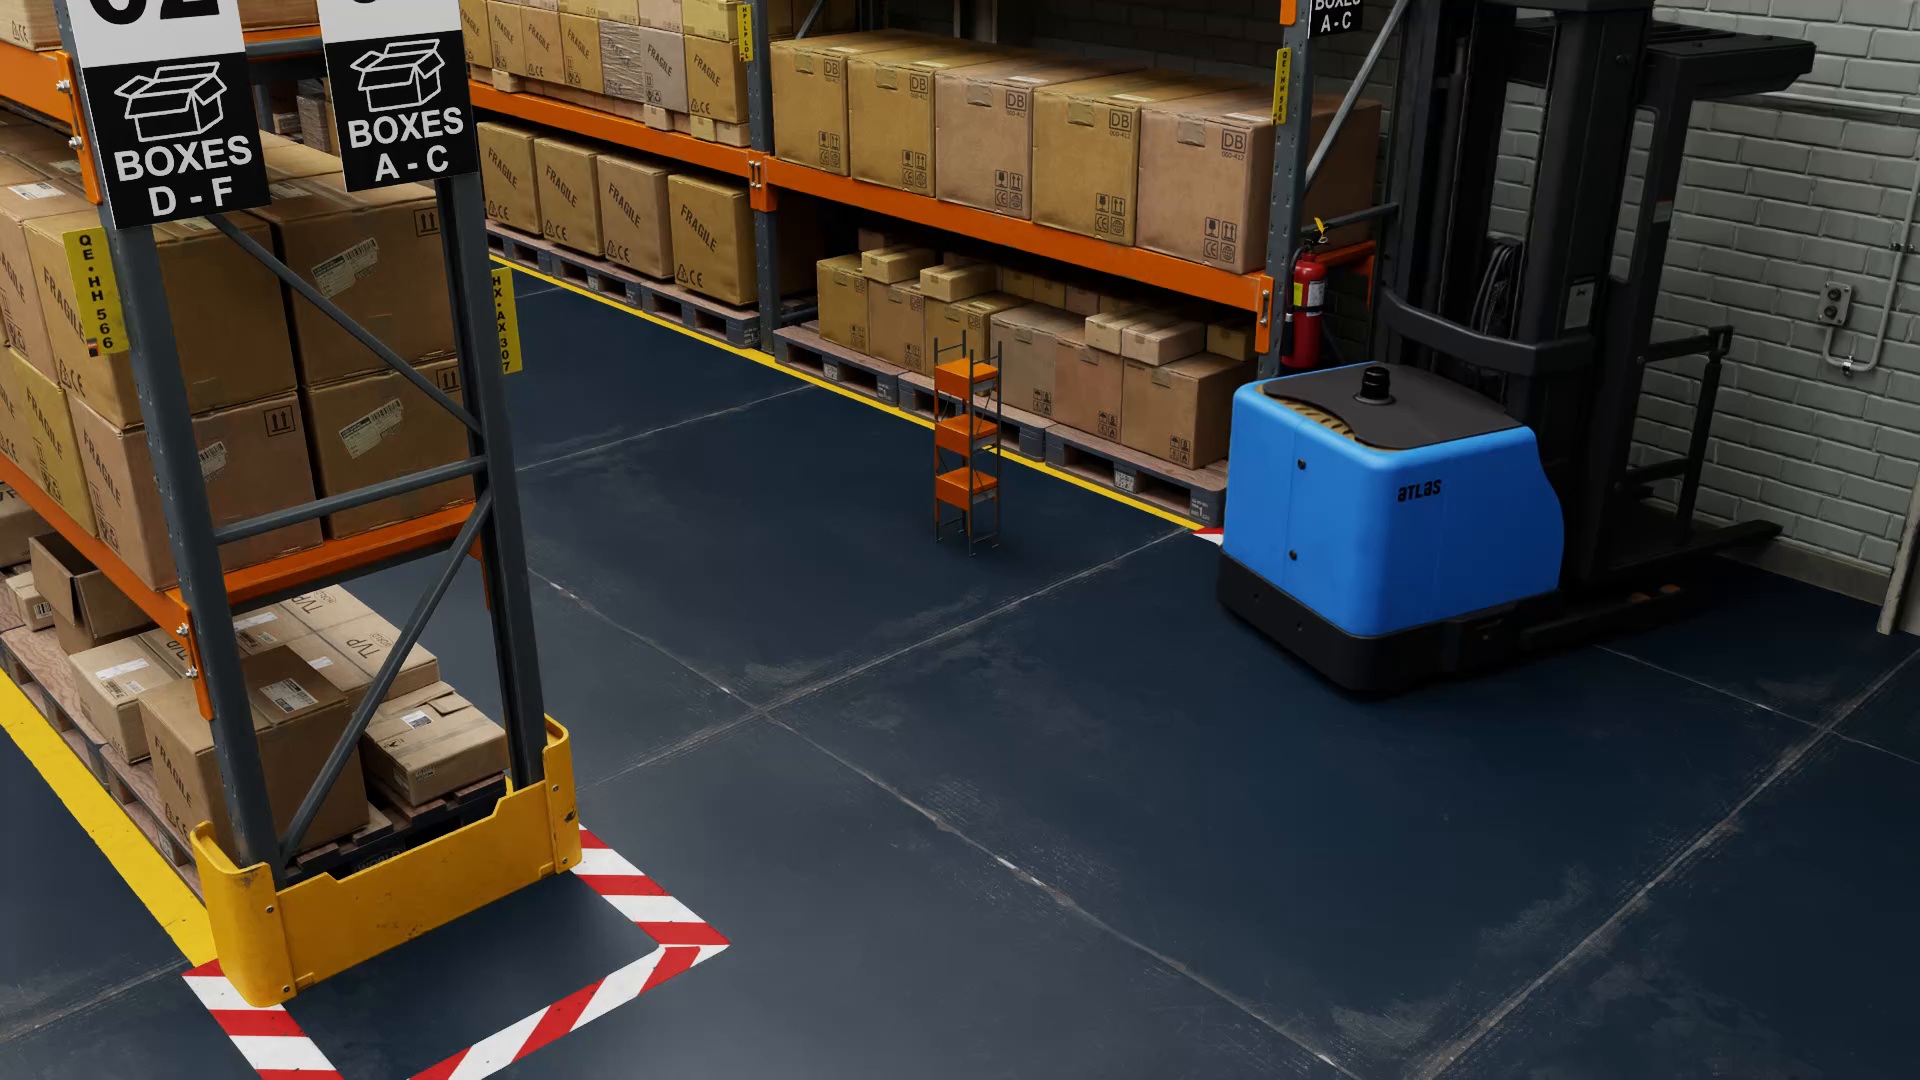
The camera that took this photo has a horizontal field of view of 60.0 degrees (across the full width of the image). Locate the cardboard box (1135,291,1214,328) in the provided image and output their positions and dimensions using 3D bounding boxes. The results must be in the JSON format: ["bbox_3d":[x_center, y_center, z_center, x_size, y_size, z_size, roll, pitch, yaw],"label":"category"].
[{"bbox_3d":[1.161,-1.223,9.042,0.380,0.149,0.250,-21,32,-38],"label":"cardboard box"}]

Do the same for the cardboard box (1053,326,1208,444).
[{"bbox_3d":[0.935,-0.908,9.132,0.700,0.500,0.500,-21,32,-39],"label":"cardboard box"}]

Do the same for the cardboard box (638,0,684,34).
[{"bbox_3d":[-1.754,-3.488,10.876,0.500,0.250,0.500,-20,31,-37],"label":"cardboard box"}]

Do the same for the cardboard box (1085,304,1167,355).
[{"bbox_3d":[0.881,-1.116,8.806,0.380,0.149,0.250,-20,31,-37],"label":"cardboard box"}]

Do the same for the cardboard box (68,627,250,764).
[{"bbox_3d":[-2.964,0.547,6.219,0.500,0.250,0.500,-21,32,-38],"label":"cardboard box"}]

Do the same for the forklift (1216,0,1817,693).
[{"bbox_3d":[2.710,-1.116,7.164,3.031,2.935,1.130,-12,27,-24],"label":"forklift"}]

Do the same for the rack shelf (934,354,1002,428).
[{"bbox_3d":[0.037,-0.710,7.883,0.215,0.259,0.240,-21,32,-38],"label":"rack shelf"}]

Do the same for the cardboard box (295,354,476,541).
[{"bbox_3d":[-1.896,-0.367,5.320,0.500,0.500,0.500,-20,32,-37],"label":"cardboard box"}]

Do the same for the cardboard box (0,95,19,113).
[{"bbox_3d":[-3.632,-1.590,6.797,0.500,0.500,0.500,-22,32,-39],"label":"cardboard box"}]

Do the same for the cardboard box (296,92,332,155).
[{"bbox_3d":[-5.858,-3.999,15.883,0.700,0.500,0.500,-20,31,-37],"label":"cardboard box"}]

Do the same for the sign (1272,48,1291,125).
[{"bbox_3d":[1.423,-2.004,7.347,0.100,0.325,0.005,-21,32,-38],"label":"sign"}]

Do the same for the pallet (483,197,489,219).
[{"bbox_3d":[-4.173,-2.911,14.377,1.003,0.211,1.213,-21,32,-38],"label":"pallet"}]

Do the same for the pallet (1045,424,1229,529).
[{"bbox_3d":[1.225,-0.470,9.026,1.003,0.211,1.213,-21,32,-38],"label":"pallet"}]

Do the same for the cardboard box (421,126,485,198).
[{"bbox_3d":[-4.170,-3.209,14.151,0.700,0.500,0.500,-21,32,-38],"label":"cardboard box"}]

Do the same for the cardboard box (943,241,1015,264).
[{"bbox_3d":[0.119,-1.685,10.055,0.380,0.149,0.250,-23,33,-40],"label":"cardboard box"}]

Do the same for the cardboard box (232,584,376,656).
[{"bbox_3d":[-2.633,0.390,6.563,0.500,0.250,0.500,-21,32,-38],"label":"cardboard box"}]

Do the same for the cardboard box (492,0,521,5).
[{"bbox_3d":[-3.150,-4.100,12.217,0.500,0.250,0.500,-22,32,-39],"label":"cardboard box"}]

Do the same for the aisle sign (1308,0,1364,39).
[{"bbox_3d":[1.659,-2.595,7.191,0.394,0.787,0.004,-21,32,-38],"label":"aisle sign"}]

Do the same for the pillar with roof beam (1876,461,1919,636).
[{"bbox_3d":[1.163,-2.454,2.788,9.100,9.000,0.400,-21,32,-38],"label":"pillar with roof beam"}]

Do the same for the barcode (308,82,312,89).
[{"bbox_3d":[-6.567,-4.594,16.803,0.001,0.075,0.075,-21,32,-38],"label":"barcode"}]

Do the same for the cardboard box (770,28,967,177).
[{"bbox_3d":[-0.547,-2.698,10.189,0.980,0.700,0.700,-21,32,-38],"label":"cardboard box"}]

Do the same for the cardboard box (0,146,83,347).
[{"bbox_3d":[-2.994,-0.978,5.455,0.500,0.500,0.500,-20,31,-37],"label":"cardboard box"}]

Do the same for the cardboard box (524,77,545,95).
[{"bbox_3d":[-3.036,-3.447,12.471,0.380,0.149,0.250,-22,32,-39],"label":"cardboard box"}]

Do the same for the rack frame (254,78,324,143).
[{"bbox_3d":[-6.374,-5.154,15.934,1.000,3.000,0.127,-21,32,-38],"label":"rack frame"}]

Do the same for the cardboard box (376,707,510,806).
[{"bbox_3d":[-1.820,0.760,5.874,0.380,0.149,0.250,-21,32,-38],"label":"cardboard box"}]

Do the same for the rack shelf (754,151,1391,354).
[{"bbox_3d":[0.461,-1.797,9.443,1.077,0.370,4.000,-21,32,-38],"label":"rack shelf"}]

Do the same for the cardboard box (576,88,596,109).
[{"bbox_3d":[-2.527,-3.210,11.951,0.380,0.149,0.250,-21,32,-38],"label":"cardboard box"}]

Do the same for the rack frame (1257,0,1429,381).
[{"bbox_3d":[1.828,-1.519,7.965,1.000,3.000,0.127,-21,32,-38],"label":"rack frame"}]

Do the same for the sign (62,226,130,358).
[{"bbox_3d":[-2.204,-0.631,4.244,0.100,0.325,0.005,-21,32,-38],"label":"sign"}]

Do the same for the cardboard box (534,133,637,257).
[{"bbox_3d":[-2.639,-2.628,12.481,0.750,0.750,0.750,-21,32,-39],"label":"cardboard box"}]

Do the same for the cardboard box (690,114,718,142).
[{"bbox_3d":[-1.533,-2.717,10.871,0.380,0.149,0.250,-21,32,-38],"label":"cardboard box"}]

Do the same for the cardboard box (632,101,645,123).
[{"bbox_3d":[-2.019,-2.965,11.413,0.380,0.149,0.250,-21,32,-38],"label":"cardboard box"}]

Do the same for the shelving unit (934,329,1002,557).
[{"bbox_3d":[0.037,-0.461,7.997,0.215,1.050,0.252,-21,32,-38],"label":"shelving unit"}]

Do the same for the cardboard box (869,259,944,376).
[{"bbox_3d":[-0.128,-1.376,10.157,0.700,0.500,0.500,-22,32,-39],"label":"cardboard box"}]

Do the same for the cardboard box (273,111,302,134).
[{"bbox_3d":[-6.761,-4.219,16.768,0.250,0.166,0.380,19,31,35],"label":"cardboard box"}]

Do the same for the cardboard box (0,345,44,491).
[{"bbox_3d":[-2.984,-0.525,5.667,0.500,0.500,0.500,-21,32,-38],"label":"cardboard box"}]

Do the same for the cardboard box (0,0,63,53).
[{"bbox_3d":[-2.329,-1.490,4.468,0.500,0.250,0.500,-21,32,-38],"label":"cardboard box"}]

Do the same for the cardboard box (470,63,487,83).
[{"bbox_3d":[-3.584,-3.672,12.963,0.380,0.149,0.250,-22,32,-39],"label":"cardboard box"}]

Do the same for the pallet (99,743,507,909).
[{"bbox_3d":[-2.383,0.892,6.040,1.003,0.211,1.213,-21,32,-38],"label":"pallet"}]

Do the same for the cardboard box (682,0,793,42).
[{"bbox_3d":[-1.412,-3.331,10.530,0.500,0.250,0.500,-20,31,-37],"label":"cardboard box"}]

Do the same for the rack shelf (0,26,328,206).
[{"bbox_3d":[-3.152,-1.756,5.737,1.077,0.370,4.000,-21,32,-38],"label":"rack shelf"}]

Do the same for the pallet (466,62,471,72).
[{"bbox_3d":[-4.204,-4.041,13.725,1.213,0.211,1.003,-21,32,-38],"label":"pallet"}]

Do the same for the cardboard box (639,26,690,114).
[{"bbox_3d":[-1.761,-3.141,11.017,0.500,0.500,0.500,-21,32,-38],"label":"cardboard box"}]

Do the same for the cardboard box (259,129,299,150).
[{"bbox_3d":[-2.597,-1.131,5.790,0.500,0.500,0.500,-21,32,-38],"label":"cardboard box"}]

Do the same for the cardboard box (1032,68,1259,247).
[{"bbox_3d":[0.967,-2.024,8.711,0.980,0.700,0.700,-22,32,-39],"label":"cardboard box"}]

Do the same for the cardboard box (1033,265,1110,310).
[{"bbox_3d":[0.640,-1.454,9.547,0.380,0.149,0.250,-21,32,-38],"label":"cardboard box"}]

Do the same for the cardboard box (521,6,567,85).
[{"bbox_3d":[-2.805,-3.601,12.026,0.500,0.500,0.500,-21,32,-39],"label":"cardboard box"}]
